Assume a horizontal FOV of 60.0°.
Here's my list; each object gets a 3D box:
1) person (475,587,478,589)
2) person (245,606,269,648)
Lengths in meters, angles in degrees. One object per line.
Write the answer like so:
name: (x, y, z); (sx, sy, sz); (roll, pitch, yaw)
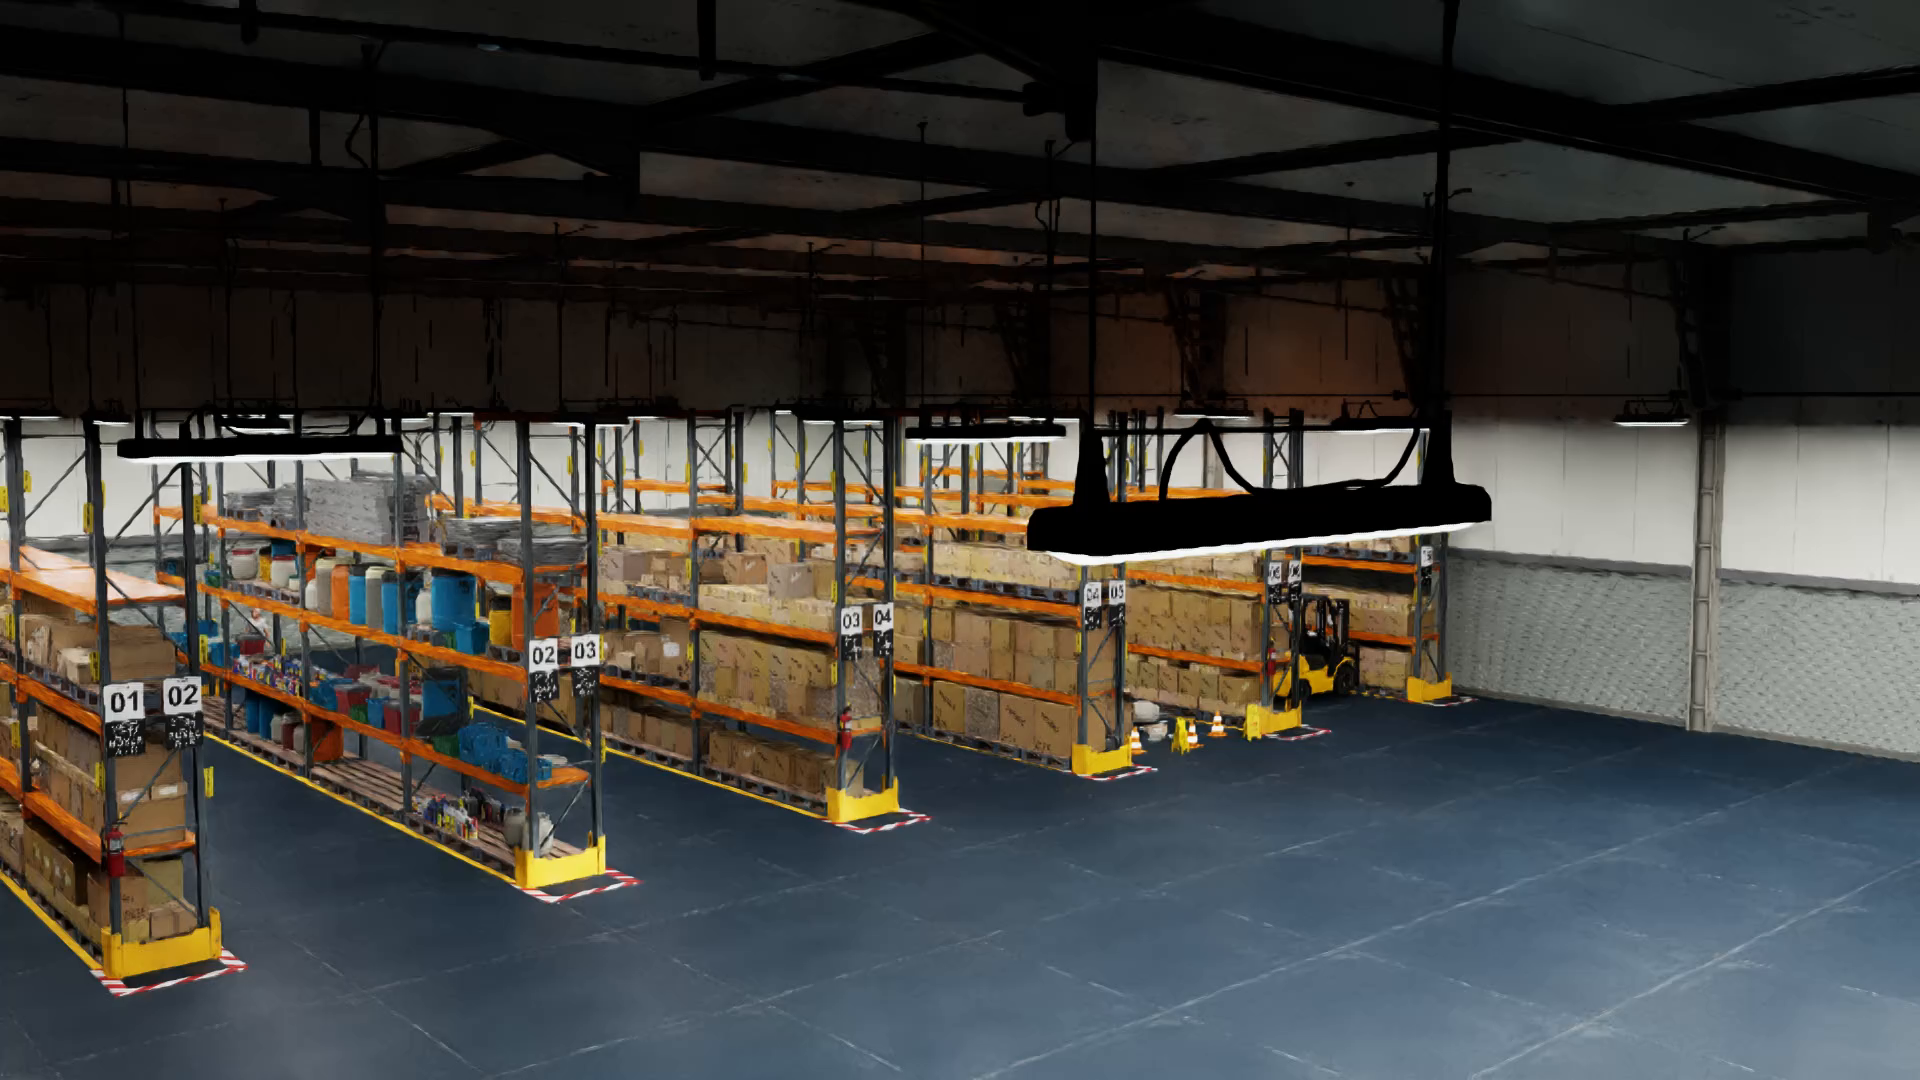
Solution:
person: (-11.407, 1.980, 39.330); (0.614, 1.771, 0.781); (0, 5, -1)
person: (-15.660, 2.270, 37.055); (0.453, 1.612, 1.019); (-5, 7, -42)
